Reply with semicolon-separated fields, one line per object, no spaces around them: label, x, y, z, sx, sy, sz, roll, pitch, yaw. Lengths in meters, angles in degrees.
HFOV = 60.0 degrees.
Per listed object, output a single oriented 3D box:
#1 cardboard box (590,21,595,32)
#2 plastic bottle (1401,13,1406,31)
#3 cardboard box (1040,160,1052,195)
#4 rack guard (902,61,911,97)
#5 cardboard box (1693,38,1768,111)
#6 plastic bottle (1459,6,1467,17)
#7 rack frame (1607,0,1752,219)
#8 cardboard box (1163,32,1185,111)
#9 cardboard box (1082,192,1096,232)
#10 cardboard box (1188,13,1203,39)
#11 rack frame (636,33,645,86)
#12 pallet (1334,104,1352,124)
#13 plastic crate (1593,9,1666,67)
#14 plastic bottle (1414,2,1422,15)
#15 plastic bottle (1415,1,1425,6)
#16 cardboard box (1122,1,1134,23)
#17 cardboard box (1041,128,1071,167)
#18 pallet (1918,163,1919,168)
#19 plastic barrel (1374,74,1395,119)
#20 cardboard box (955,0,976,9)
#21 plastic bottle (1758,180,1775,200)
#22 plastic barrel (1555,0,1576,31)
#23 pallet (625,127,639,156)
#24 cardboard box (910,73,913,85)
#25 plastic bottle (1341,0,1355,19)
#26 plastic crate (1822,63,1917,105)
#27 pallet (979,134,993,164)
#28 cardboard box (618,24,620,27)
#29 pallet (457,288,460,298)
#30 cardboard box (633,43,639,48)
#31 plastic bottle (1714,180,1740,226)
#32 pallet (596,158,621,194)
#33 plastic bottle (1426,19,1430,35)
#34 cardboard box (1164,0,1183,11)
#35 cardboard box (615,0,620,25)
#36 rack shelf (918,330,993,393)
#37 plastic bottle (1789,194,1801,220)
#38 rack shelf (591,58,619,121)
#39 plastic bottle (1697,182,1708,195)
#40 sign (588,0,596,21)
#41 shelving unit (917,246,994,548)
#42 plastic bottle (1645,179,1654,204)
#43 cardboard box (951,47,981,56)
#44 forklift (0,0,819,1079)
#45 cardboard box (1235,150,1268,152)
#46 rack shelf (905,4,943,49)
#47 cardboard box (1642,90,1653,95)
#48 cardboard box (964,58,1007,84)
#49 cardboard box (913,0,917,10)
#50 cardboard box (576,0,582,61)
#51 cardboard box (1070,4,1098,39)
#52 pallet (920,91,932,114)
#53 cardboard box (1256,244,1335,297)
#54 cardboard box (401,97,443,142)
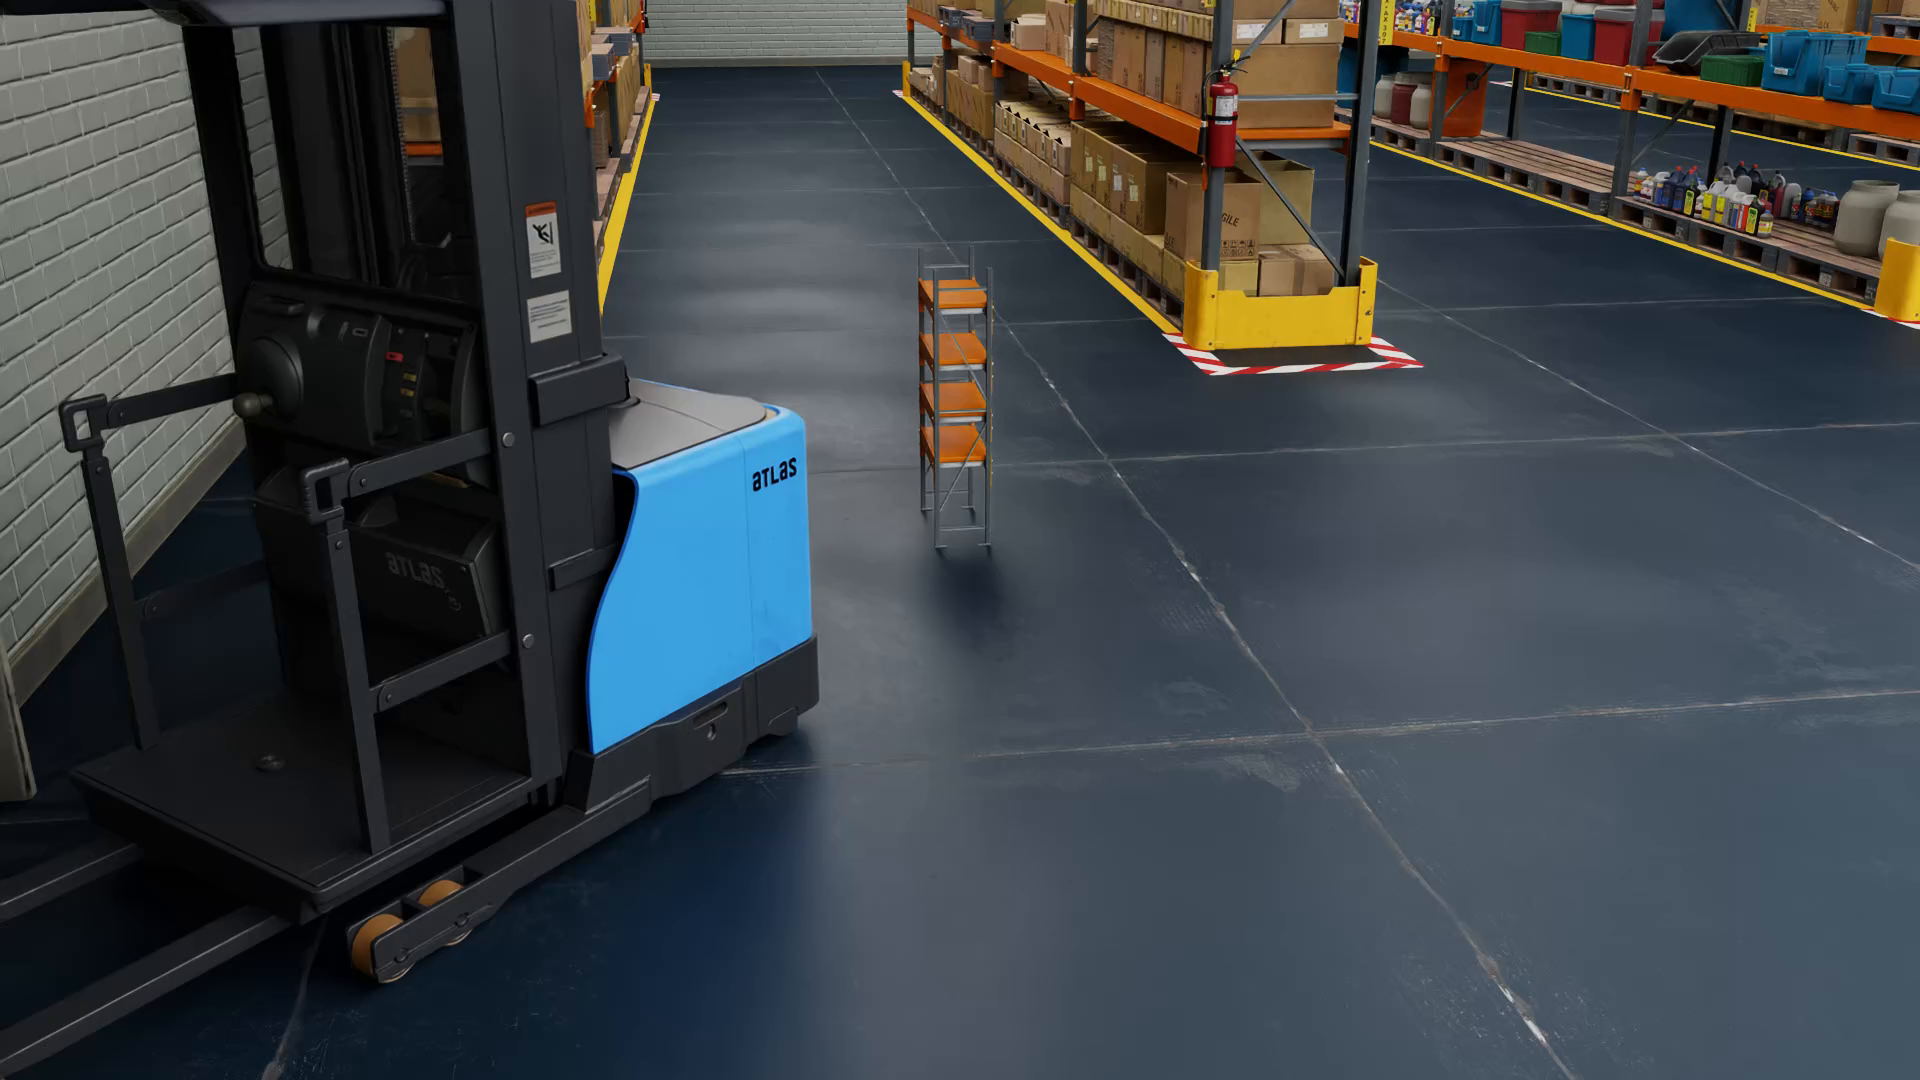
cardboard box;-3.853;-5.102;15.817;0.700;0.500;0.500;-5;21;-13
plastic bottle;5.184;-6.018;19.325;0.097;0.201;0.097;0;20;0
cardboard box;1.023;-3.282;15.047;0.500;0.250;0.500;-3;21;-9
rack guard;-0.278;-7.027;25.316;1.175;0.500;0.348;-3;21;-8
cardboard box;10.332;-6.009;21.455;1.225;0.875;0.875;-4;21;-10
plastic bottle;5.915;-6.137;19.543;0.097;0.271;0.097;0;20;0
rack frame;6.343;-4.318;14.490;1.000;3.000;0.127;-3;21;-8
cardboard box;1.816;-3.247;11.481;0.700;0.500;0.500;-3;21;-7
cardboard box;1.274;-2.629;13.297;0.500;0.250;0.500;-3;21;-8
cardboard box;1.697;-3.337;10.794;0.380;0.149;0.250;-3;21;-9
rack frame;-5.191;-7.973;24.277;1.000;3.000;0.127;-3;21;-8
pallet;5.259;-5.512;21.673;1.003;0.211;1.213;-3;21;-8
plastic crate;5.970;-4.500;14.887;0.402;0.464;0.583;-3;21;-8
plastic bottle;5.624;-6.467;20.427;0.097;0.271;0.097;0;20;0
plastic bottle;5.711;-6.562;20.675;0.152;0.276;0.135;-3;21;-8
cardboard box;1.436;-3.964;12.472;0.380;0.149;0.250;-4;21;-10
cardboard box;1.017;-3.546;14.952;0.500;0.311;0.500;-2;21;-6
pallet;10.951;-3.954;17.502;1.003;0.211;1.213;-3;21;-8
plastic barrel;5.346;-5.485;20.570;0.421;0.512;0.421;0;20;0
cardboard box;0.296;-6.673;20.052;0.700;0.500;0.500;0;20;1
plastic bottle;6.697;-2.851;13.816;0.061;0.283;0.133;-3;21;-8
plastic barrel;6.186;-5.264;16.863;0.421;0.512;0.421;0;20;0
pallet;-4.249;-4.595;19.218;1.003;0.211;1.213;-3;21;-8
cardboard box;-0.533;-6.854;24.701;0.380;0.166;0.250;-3;21;-8
plastic bottle;4.932;-6.724;21.108;0.152;0.276;0.135;-3;21;-8
plastic crate;6.463;-3.247;11.835;0.499;0.251;0.408;-3;21;-8
pallet;0.794;-4.409;18.718;1.003;0.211;1.213;-3;21;-8
cardboard box;-4.167;-6.023;19.384;0.380;0.149;0.250;-3;21;-8
pallet;-2.977;-1.437;10.761;1.003;0.211;1.213;-3;21;-8
cardboard box;-4.792;-7.030;23.797;0.380;0.149;0.250;-3;21;-8
plastic bottle;6.164;-2.706;13.331;0.144;0.351;0.185;-2;21;-6
pallet;-3.926;-3.626;16.624;1.003;0.211;1.213;-3;21;-8
plastic bottle;5.287;-5.769;18.660;0.097;0.201;0.097;0;20;0
cardboard box;1.800;-3.876;11.310;0.700;0.500;0.500;-3;21;-8
cardboard box;-3.921;-5.762;17.759;0.500;0.500;0.500;-2;21;-6
rack shelf;-0.024;-0.766;7.105;0.258;0.148;0.480;-3;21;-8
plastic bottle;6.859;-2.731;13.611;0.097;0.201;0.097;0;20;0
rack shelf;-3.749;-4.174;15.132;1.077;0.370;4.000;-3;21;-8
plastic bottle;6.134;-2.831;13.780;0.097;0.271;0.097;0;20;0
sign;-2.925;-4.254;13.081;0.100;0.325;0.005;-3;21;-8
shelving unit;-0.024;-0.619;7.160;0.258;1.200;0.503;-3;21;-8
plastic bottle;5.984;-3.010;14.360;0.097;0.201;0.097;0;20;0
cardboard box;0.033;-7.084;24.839;0.500;0.500;0.500;-3;21;-8
forklift;-1.711;-0.442;4.211;1.130;2.935;3.031;13;24;31
cardboard box;1.946;-2.661;12.311;0.500;0.500;0.500;-3;21;-8
rack shelf;-0.001;-7.195;23.221;1.077;0.370;4.000;-3;21;-8
cardboard box;10.075;-6.772;23.496;0.875;0.875;0.875;-3;21;-8
cardboard box;0.333;-5.526;19.597;0.500;0.250;0.500;-3;21;-9
cardboard box;-0.407;-7.926;24.007;0.500;0.500;0.500;-3;21;-8
cardboard box;-2.947;-3.613;11.717;0.500;0.500;0.500;-4;21;-9
cardboard box;1.270;-4.565;15.010;0.500;0.500;0.500;-1;21;-4
pallet;0.010;-6.194;23.499;1.003;0.211;1.213;-3;21;-8
cardboard box;2.160;-1.790;11.052;0.500;0.250;0.500;-3;21;-8
cardboard box;-3.144;-2.525;9.874;0.500;0.250;0.500;-3;21;-7
